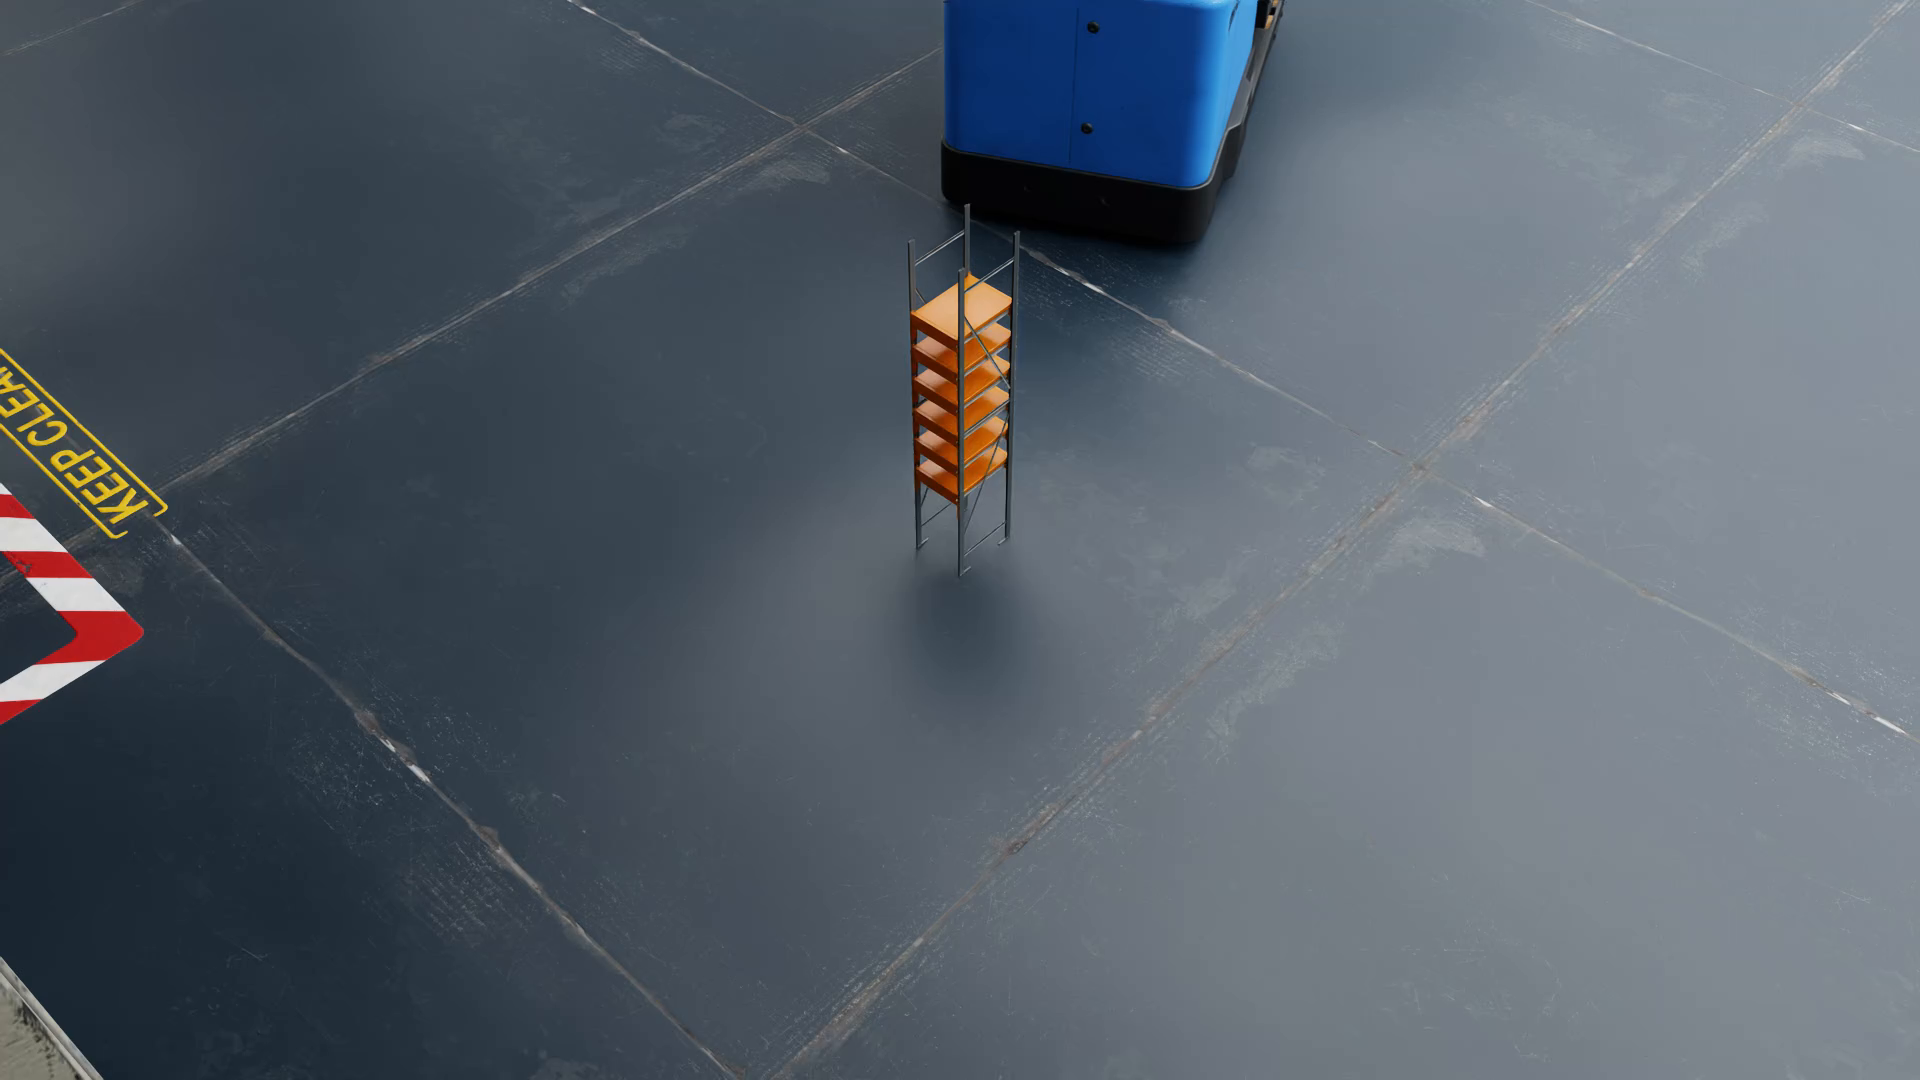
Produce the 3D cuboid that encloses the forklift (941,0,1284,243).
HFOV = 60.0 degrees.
[{"bbox_3d":[0.830,-3.229,6.365,1.130,2.935,3.031,12,48,11],"label":"forklift"}]

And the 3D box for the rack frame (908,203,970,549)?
[{"bbox_3d":[-0.057,-0.449,4.942,0.006,1.200,0.240,34,55,28],"label":"rack frame"}]

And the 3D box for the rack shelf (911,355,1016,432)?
[{"bbox_3d":[0.011,-0.455,4.844,0.180,0.103,0.258,34,55,28],"label":"rack shelf"}]

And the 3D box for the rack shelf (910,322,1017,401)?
[{"bbox_3d":[0.011,-0.537,4.757,0.180,0.103,0.258,34,55,28],"label":"rack shelf"}]

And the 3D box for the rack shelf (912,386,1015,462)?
[{"bbox_3d":[0.011,-0.373,4.932,0.180,0.103,0.258,34,55,28],"label":"rack shelf"}]

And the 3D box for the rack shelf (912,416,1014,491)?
[{"bbox_3d":[0.011,-0.291,5.019,0.180,0.103,0.258,34,55,28],"label":"rack shelf"}]

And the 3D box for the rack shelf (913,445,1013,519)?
[{"bbox_3d":[0.011,-0.209,5.107,0.180,0.103,0.258,34,55,28],"label":"rack shelf"}]

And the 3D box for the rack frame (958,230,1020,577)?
[{"bbox_3d":[0.078,-0.358,4.857,0.006,1.200,0.240,34,55,28],"label":"rack frame"}]

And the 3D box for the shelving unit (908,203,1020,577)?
[{"bbox_3d":[0.011,-0.404,4.899,0.189,1.200,0.258,34,55,28],"label":"shelving unit"}]

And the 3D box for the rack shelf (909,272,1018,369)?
[{"bbox_3d":[0.011,-0.620,4.669,0.180,0.103,0.258,34,55,28],"label":"rack shelf"}]
